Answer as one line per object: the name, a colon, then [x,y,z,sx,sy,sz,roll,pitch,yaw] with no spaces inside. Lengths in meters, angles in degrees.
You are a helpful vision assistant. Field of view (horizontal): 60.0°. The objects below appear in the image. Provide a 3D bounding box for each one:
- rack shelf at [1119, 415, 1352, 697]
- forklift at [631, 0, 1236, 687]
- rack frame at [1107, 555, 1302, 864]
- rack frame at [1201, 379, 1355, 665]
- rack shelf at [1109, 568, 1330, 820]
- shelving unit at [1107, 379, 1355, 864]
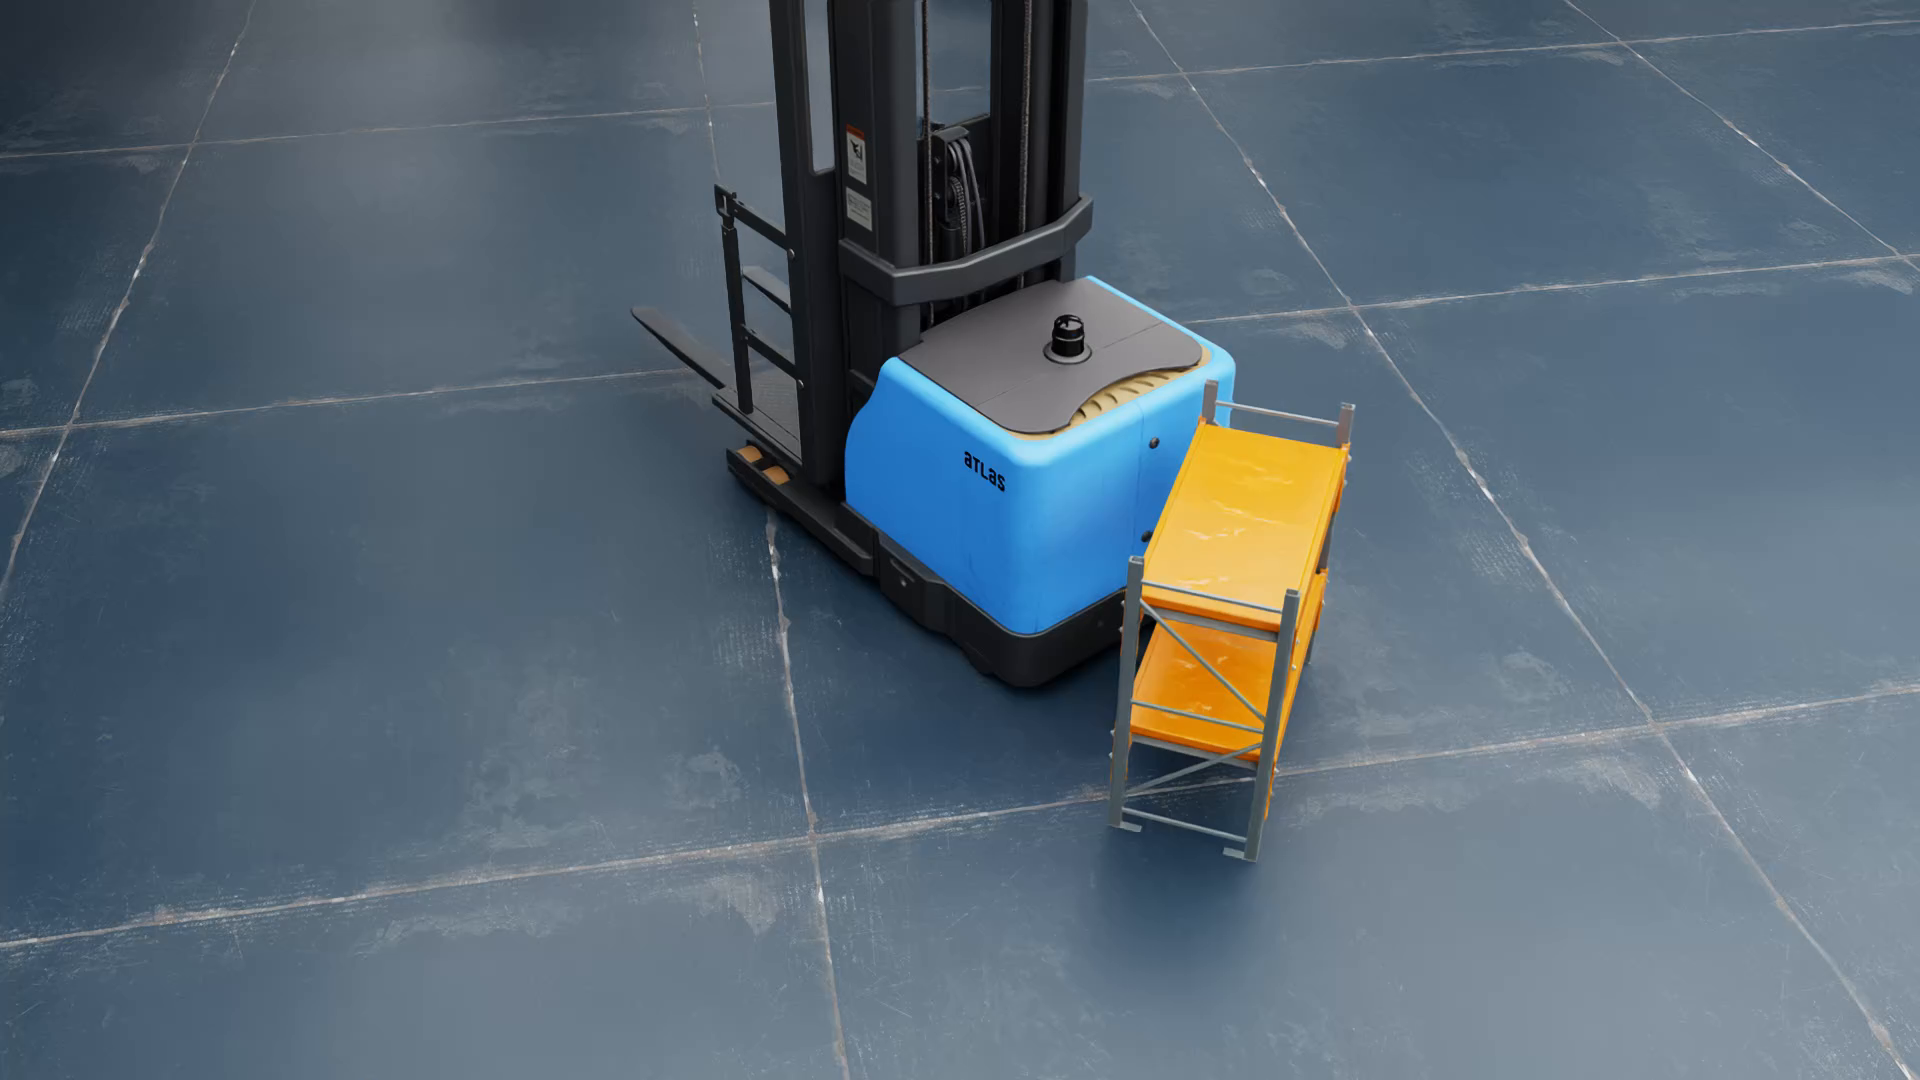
rack shelf: [0.898,0.021,5.328,0.538,0.278,1.000,12,39,15]
forklift: [-0.329,-1.470,6.253,1.130,2.935,3.031,-26,45,-30]
rack frame: [0.731,0.547,5.129,0.500,1.125,0.032,12,39,15]
rack frame: [1.064,-0.042,5.887,0.500,1.125,0.032,12,39,15]
rack shelf: [0.898,0.446,5.658,0.538,0.278,1.000,12,39,15]
shelving unit: [0.898,0.253,5.508,0.538,1.125,1.048,12,39,15]
